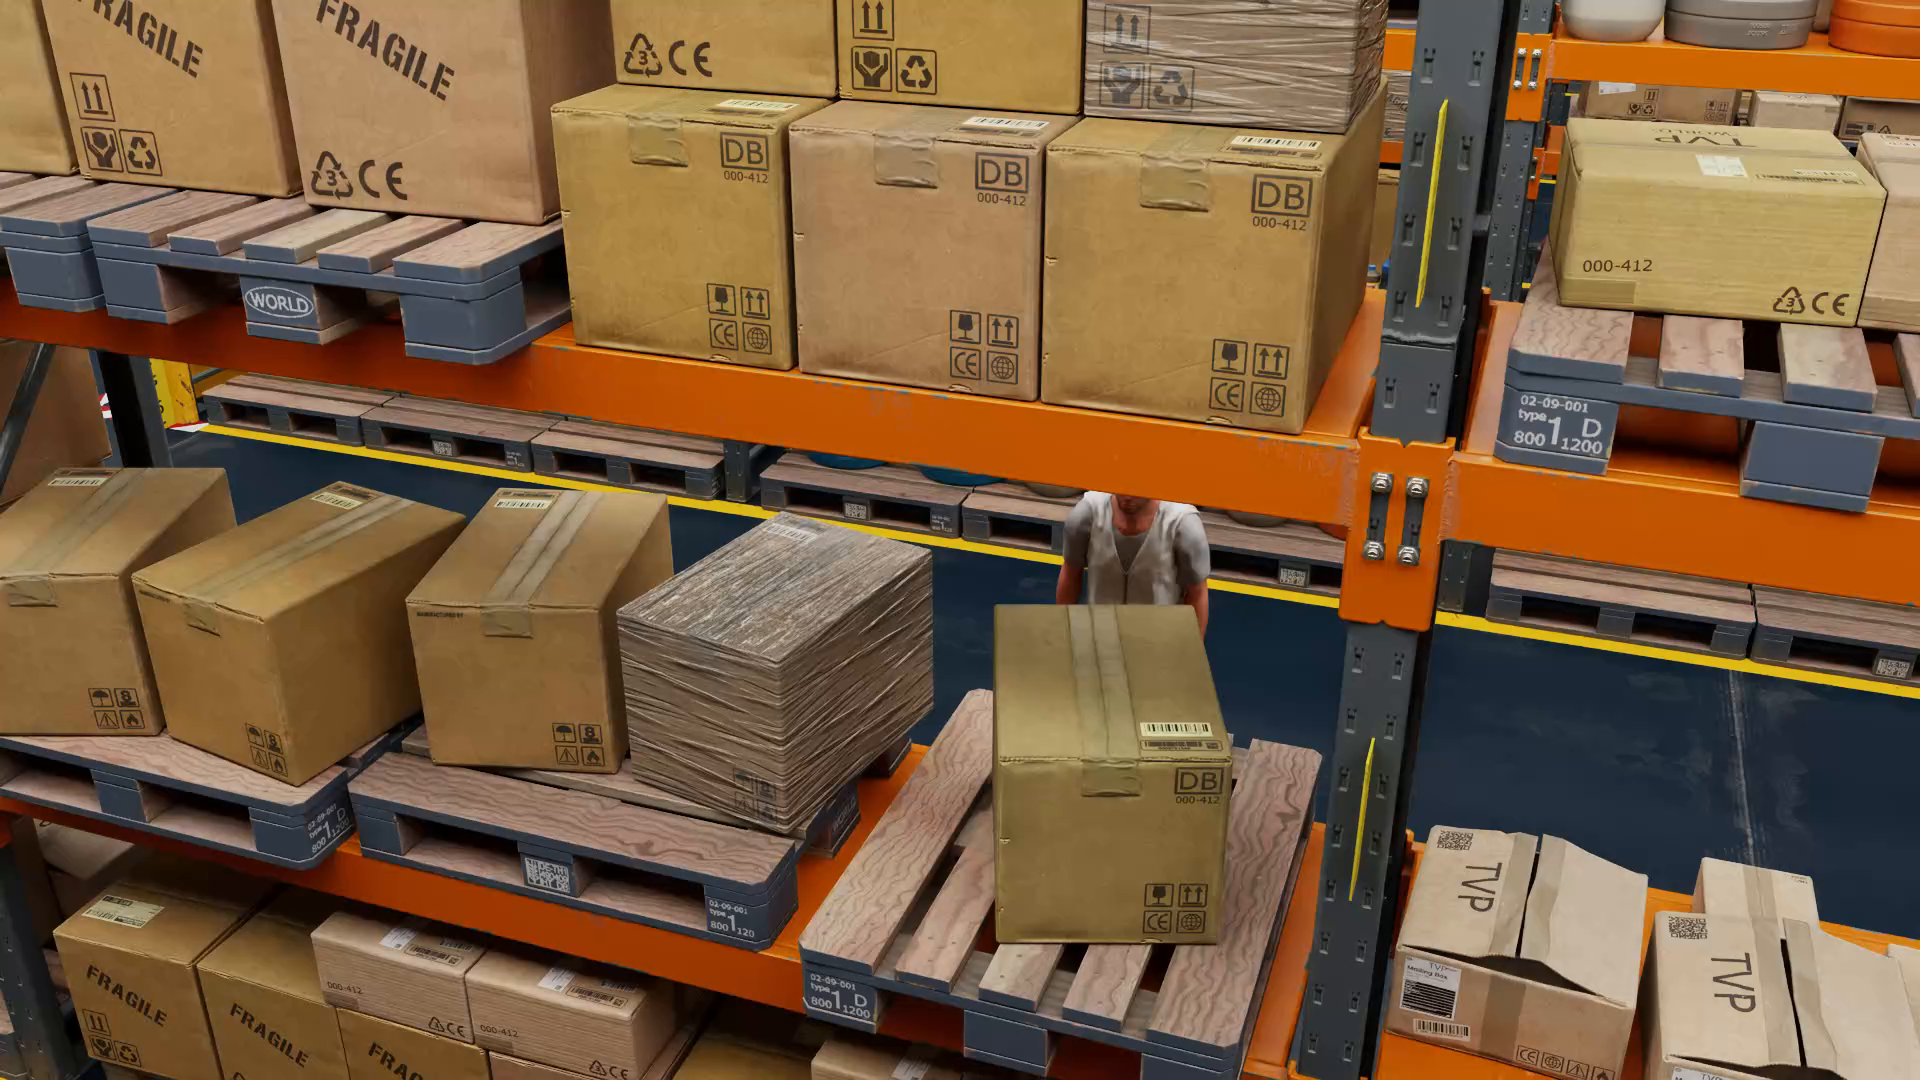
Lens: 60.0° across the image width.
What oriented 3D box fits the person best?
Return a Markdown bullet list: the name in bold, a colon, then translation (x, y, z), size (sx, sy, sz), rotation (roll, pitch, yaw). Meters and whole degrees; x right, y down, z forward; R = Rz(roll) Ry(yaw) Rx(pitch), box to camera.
- **person**: translation (0.624, 0.403, 6.249), size (0.609, 1.777, 0.448), rotation (9, 27, 18)
